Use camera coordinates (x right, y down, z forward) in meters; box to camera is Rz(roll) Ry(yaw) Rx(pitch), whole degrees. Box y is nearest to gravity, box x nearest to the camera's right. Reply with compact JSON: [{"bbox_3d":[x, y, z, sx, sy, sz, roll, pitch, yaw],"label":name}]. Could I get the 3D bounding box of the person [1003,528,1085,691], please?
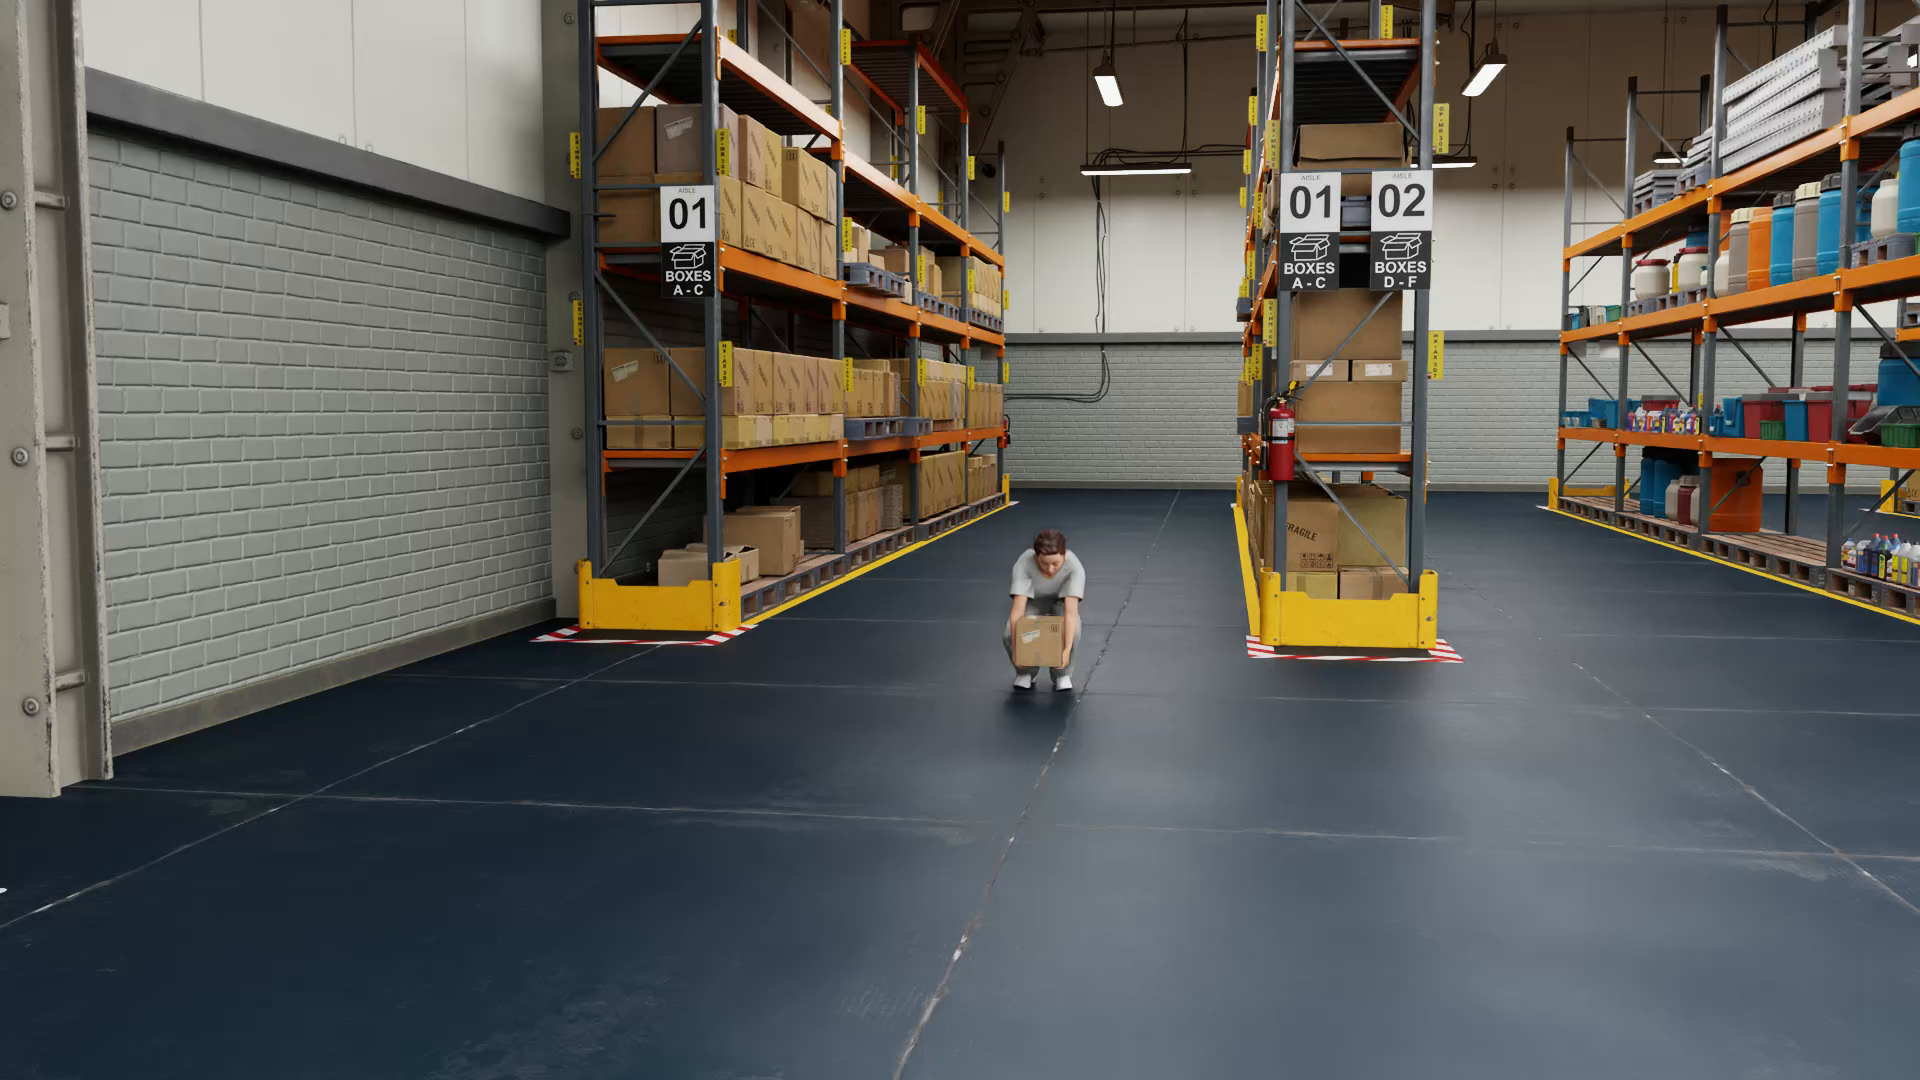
[{"bbox_3d":[0.490,0.390,9.552,0.465,0.955,0.804,1,5,7],"label":"person"}]
